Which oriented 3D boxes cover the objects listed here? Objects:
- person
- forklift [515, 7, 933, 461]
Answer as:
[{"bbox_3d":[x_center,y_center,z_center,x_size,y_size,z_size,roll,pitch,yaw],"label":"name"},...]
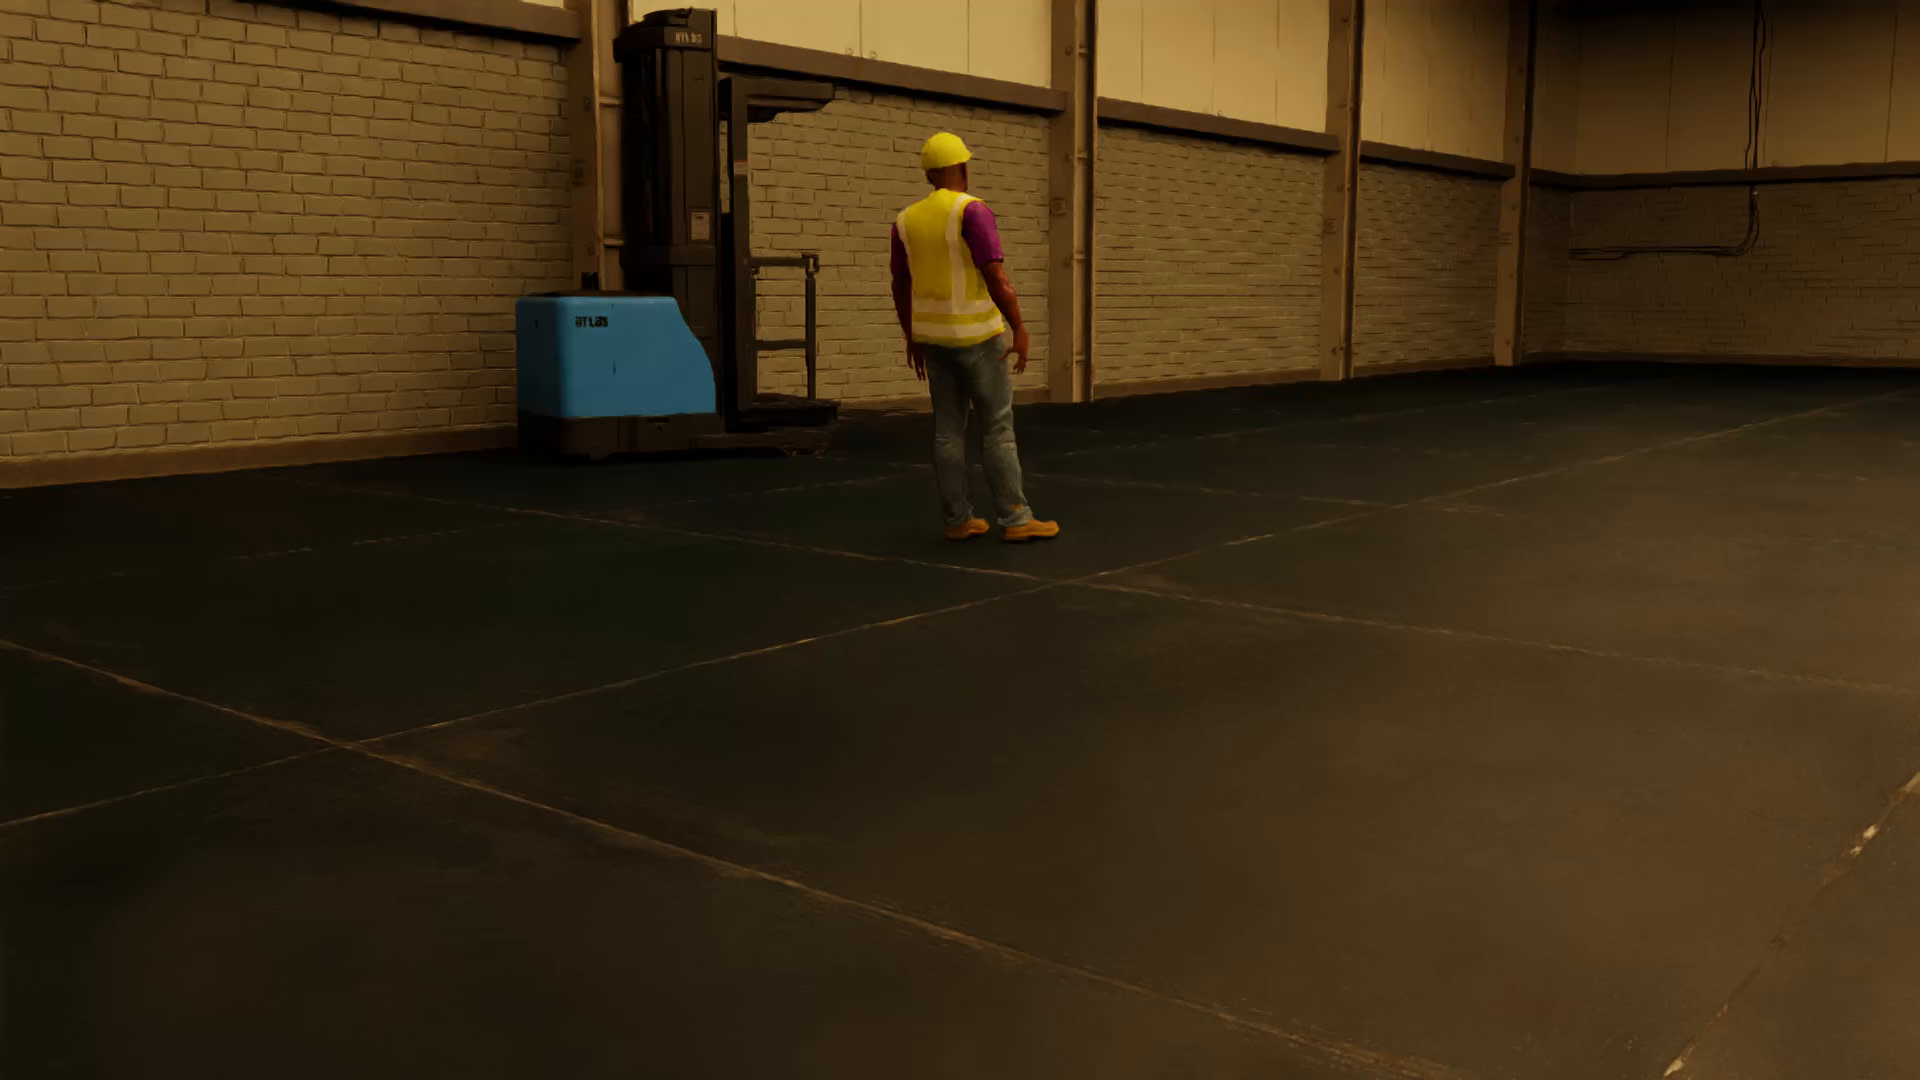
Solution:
[{"bbox_3d":[0.048,-0.888,7.326,0.665,1.766,0.576,7,11,38],"label":"person"},{"bbox_3d":[-1.502,-2.092,11.576,3.031,2.935,1.130,-5,10,-31],"label":"forklift"}]
